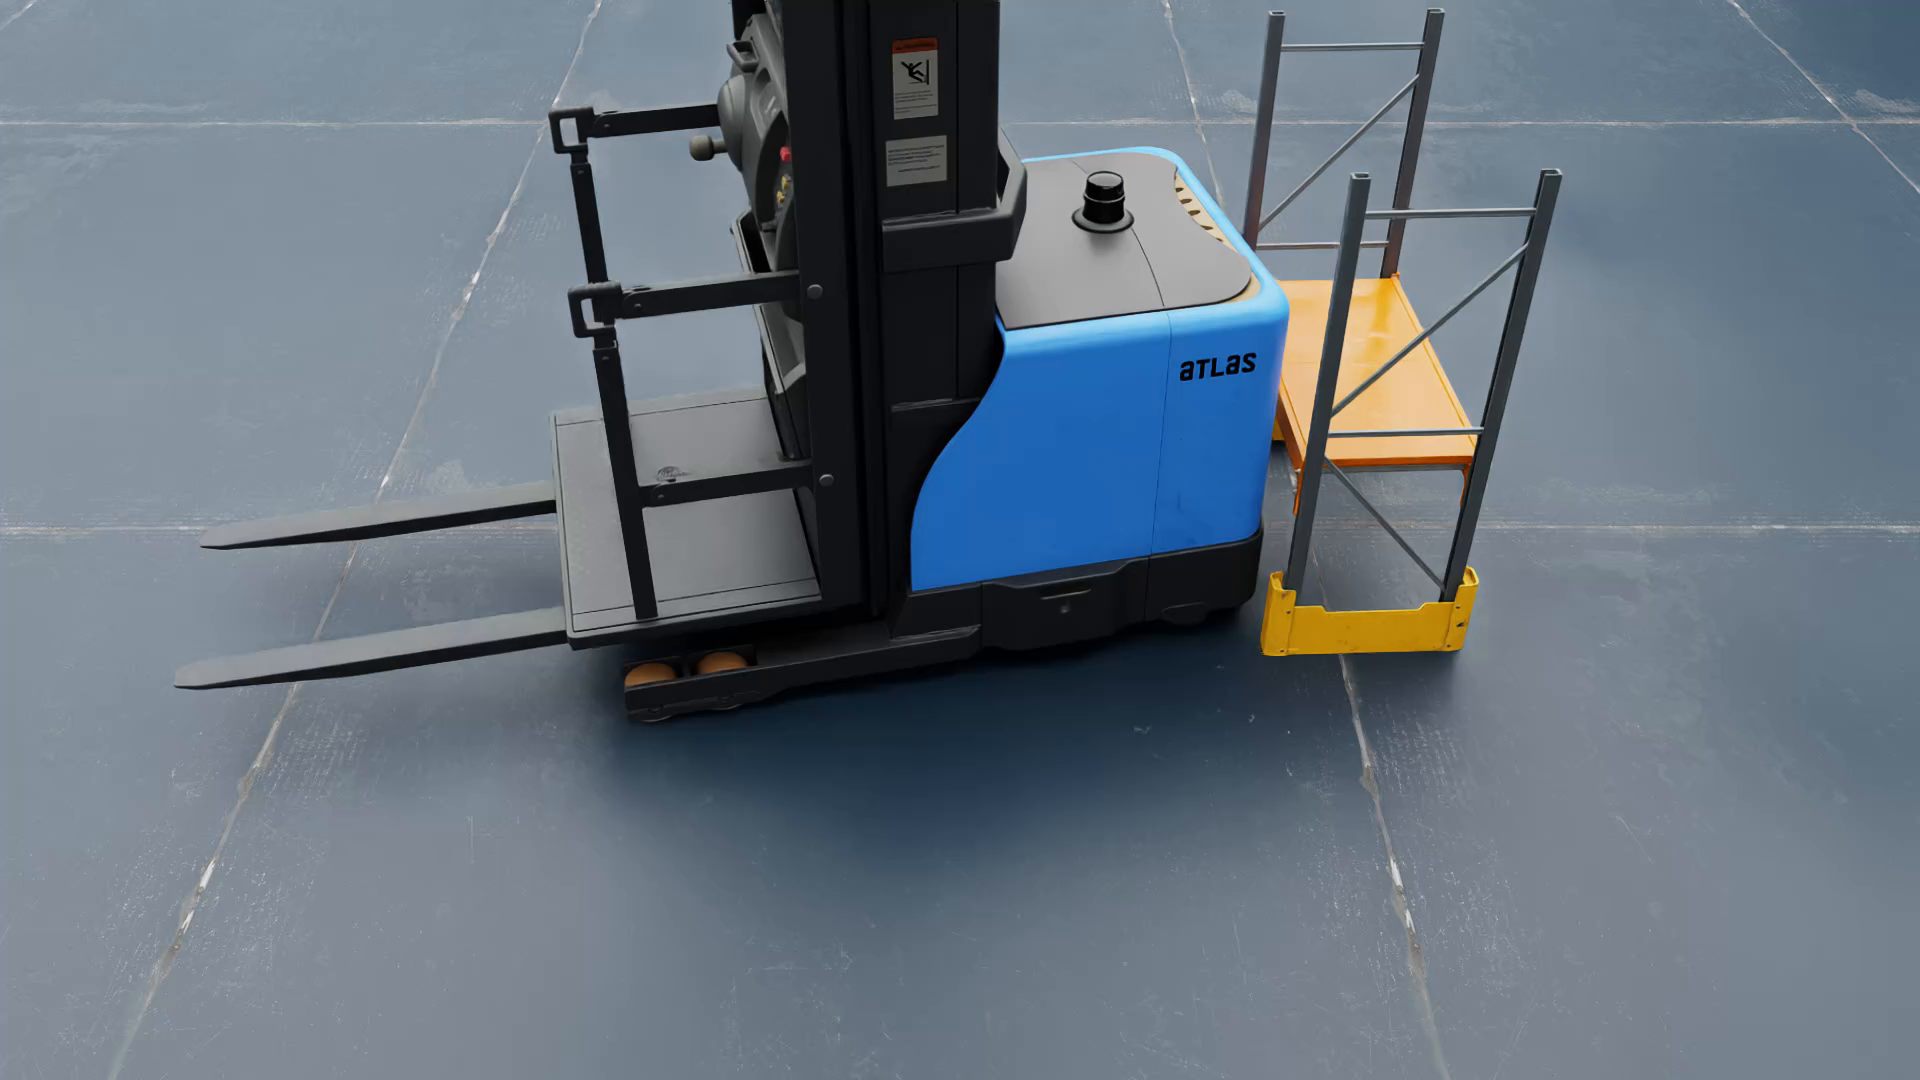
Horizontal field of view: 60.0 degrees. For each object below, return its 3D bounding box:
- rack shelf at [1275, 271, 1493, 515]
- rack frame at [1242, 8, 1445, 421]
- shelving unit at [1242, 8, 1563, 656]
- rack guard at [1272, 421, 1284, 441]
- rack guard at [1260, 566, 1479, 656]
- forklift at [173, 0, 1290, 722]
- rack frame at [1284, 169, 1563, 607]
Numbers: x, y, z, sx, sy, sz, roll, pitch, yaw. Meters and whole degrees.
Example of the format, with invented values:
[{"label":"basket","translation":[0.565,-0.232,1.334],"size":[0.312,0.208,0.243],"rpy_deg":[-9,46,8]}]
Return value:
[{"label":"rack shelf","translation":[1.151,-0.458,4.910],"size":[0.538,0.185,1.000],"rpy_deg":[-2,39,-2]},{"label":"rack frame","translation":[1.128,-0.916,5.194],"size":[0.500,1.500,0.032],"rpy_deg":[-2,39,-2]},{"label":"shelving unit","translation":[1.152,-0.593,4.790],"size":[0.587,1.500,1.083],"rpy_deg":[-2,39,-2]},{"label":"rack guard","translation":[1.129,-0.416,5.569],"size":[0.587,0.250,0.087],"rpy_deg":[-2,39,-2]},{"label":"rack guard","translation":[1.175,0.206,4.793],"size":[0.587,0.250,0.087],"rpy_deg":[-2,39,-2]},{"label":"forklift","translation":[-0.692,-1.004,4.159],"size":[3.031,2.935,1.130],"rpy_deg":[-9,39,-10]},{"label":"rack frame","translation":[1.175,-0.281,4.401],"size":[0.500,1.500,0.032],"rpy_deg":[-2,39,-2]}]
